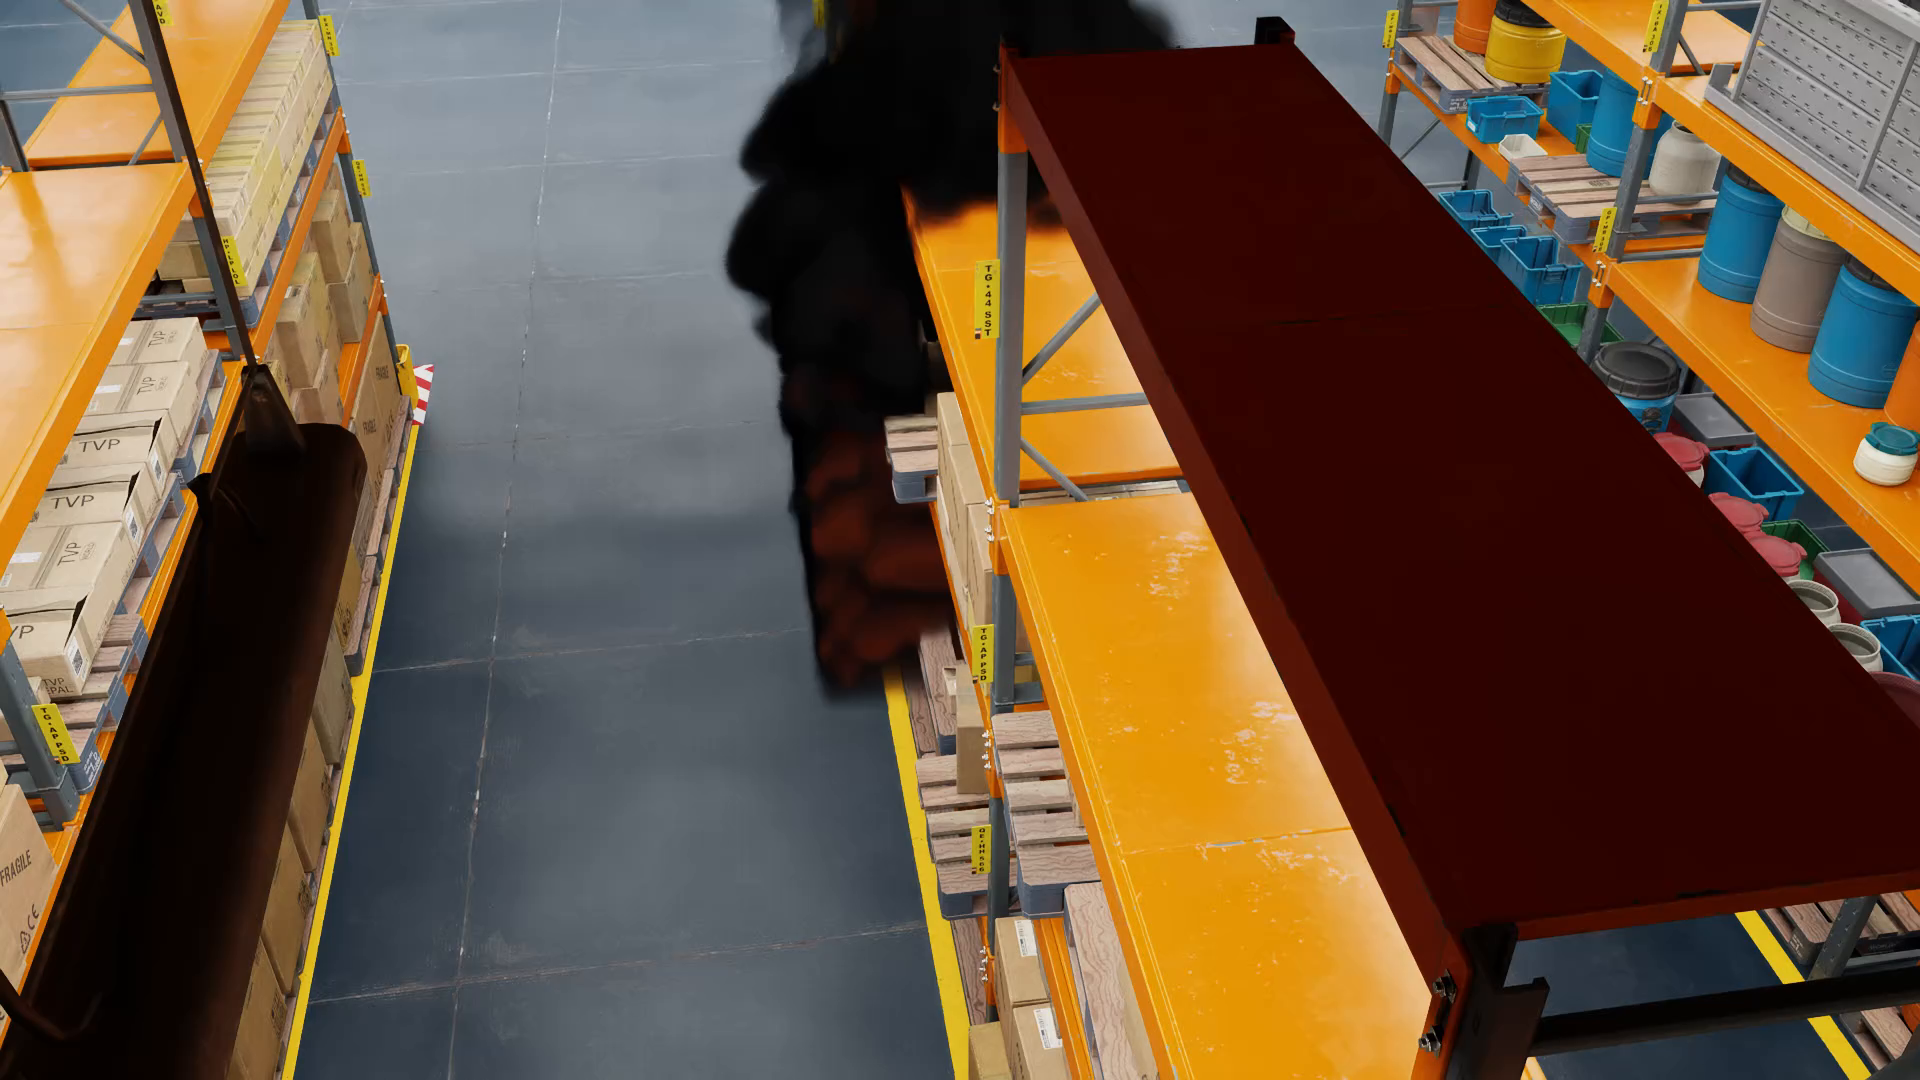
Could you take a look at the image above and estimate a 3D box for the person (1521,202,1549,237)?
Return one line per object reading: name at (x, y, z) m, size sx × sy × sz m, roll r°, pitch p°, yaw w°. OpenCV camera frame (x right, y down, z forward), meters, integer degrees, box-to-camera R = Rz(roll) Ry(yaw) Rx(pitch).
person at (5.603, -3.306, 16.100) m, size 0.633 × 1.683 × 0.879 m, roll -11°, pitch 38°, yaw -14°
